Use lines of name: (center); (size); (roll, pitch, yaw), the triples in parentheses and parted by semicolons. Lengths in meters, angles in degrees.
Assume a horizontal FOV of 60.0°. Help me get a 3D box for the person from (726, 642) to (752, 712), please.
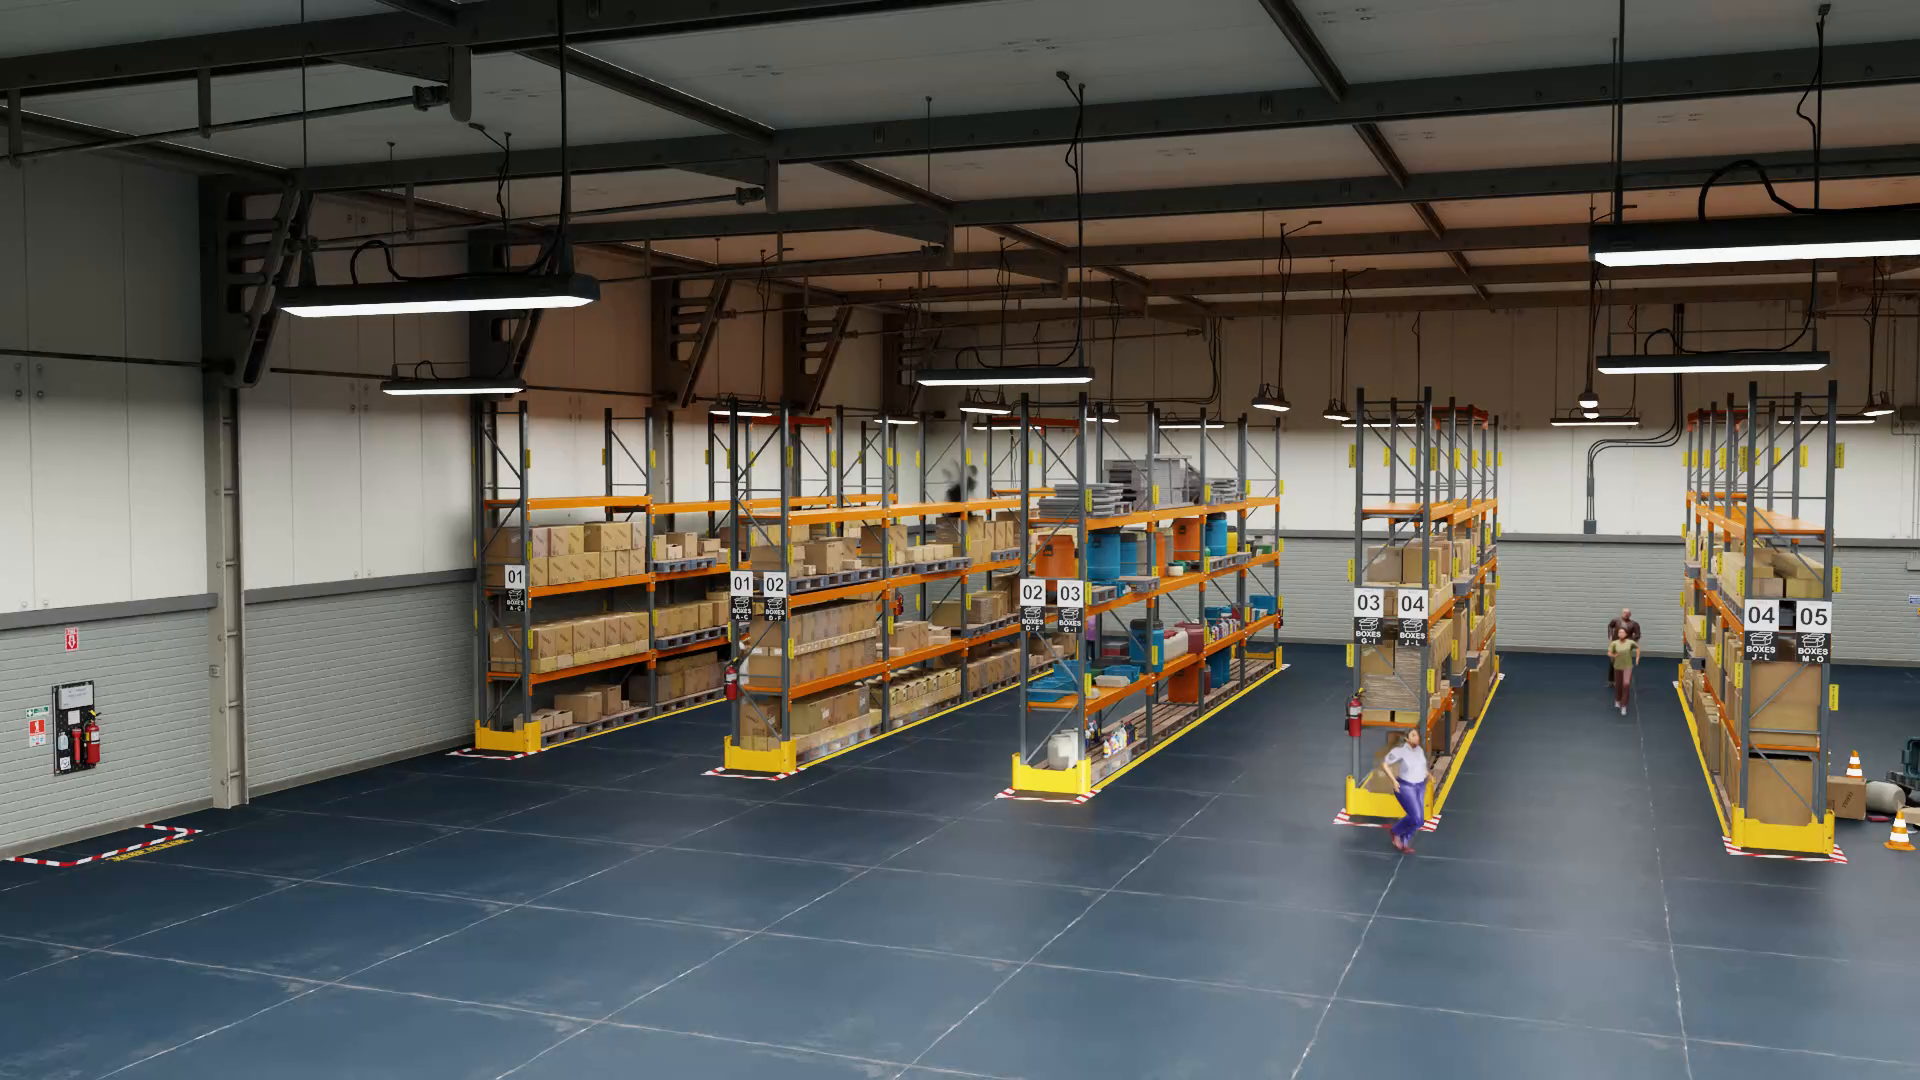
person: (-3.912, 2.692, 29.866); (0.680, 1.739, 0.610); (1, 3, 20)

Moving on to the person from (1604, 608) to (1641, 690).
person: (14.425, 2.371, 36.173); (0.715, 1.792, 0.755); (1, 3, 25)

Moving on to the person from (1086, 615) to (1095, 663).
person: (2.780, 2.169, 35.760); (0.541, 1.600, 0.824); (1, 3, 10)

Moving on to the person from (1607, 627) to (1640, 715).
person: (13.118, 2.568, 32.888); (0.583, 1.709, 0.901); (1, 3, 27)

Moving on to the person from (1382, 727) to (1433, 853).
person: (5.717, 3.173, 21.028); (0.596, 1.607, 0.566); (-2, 3, -30)
